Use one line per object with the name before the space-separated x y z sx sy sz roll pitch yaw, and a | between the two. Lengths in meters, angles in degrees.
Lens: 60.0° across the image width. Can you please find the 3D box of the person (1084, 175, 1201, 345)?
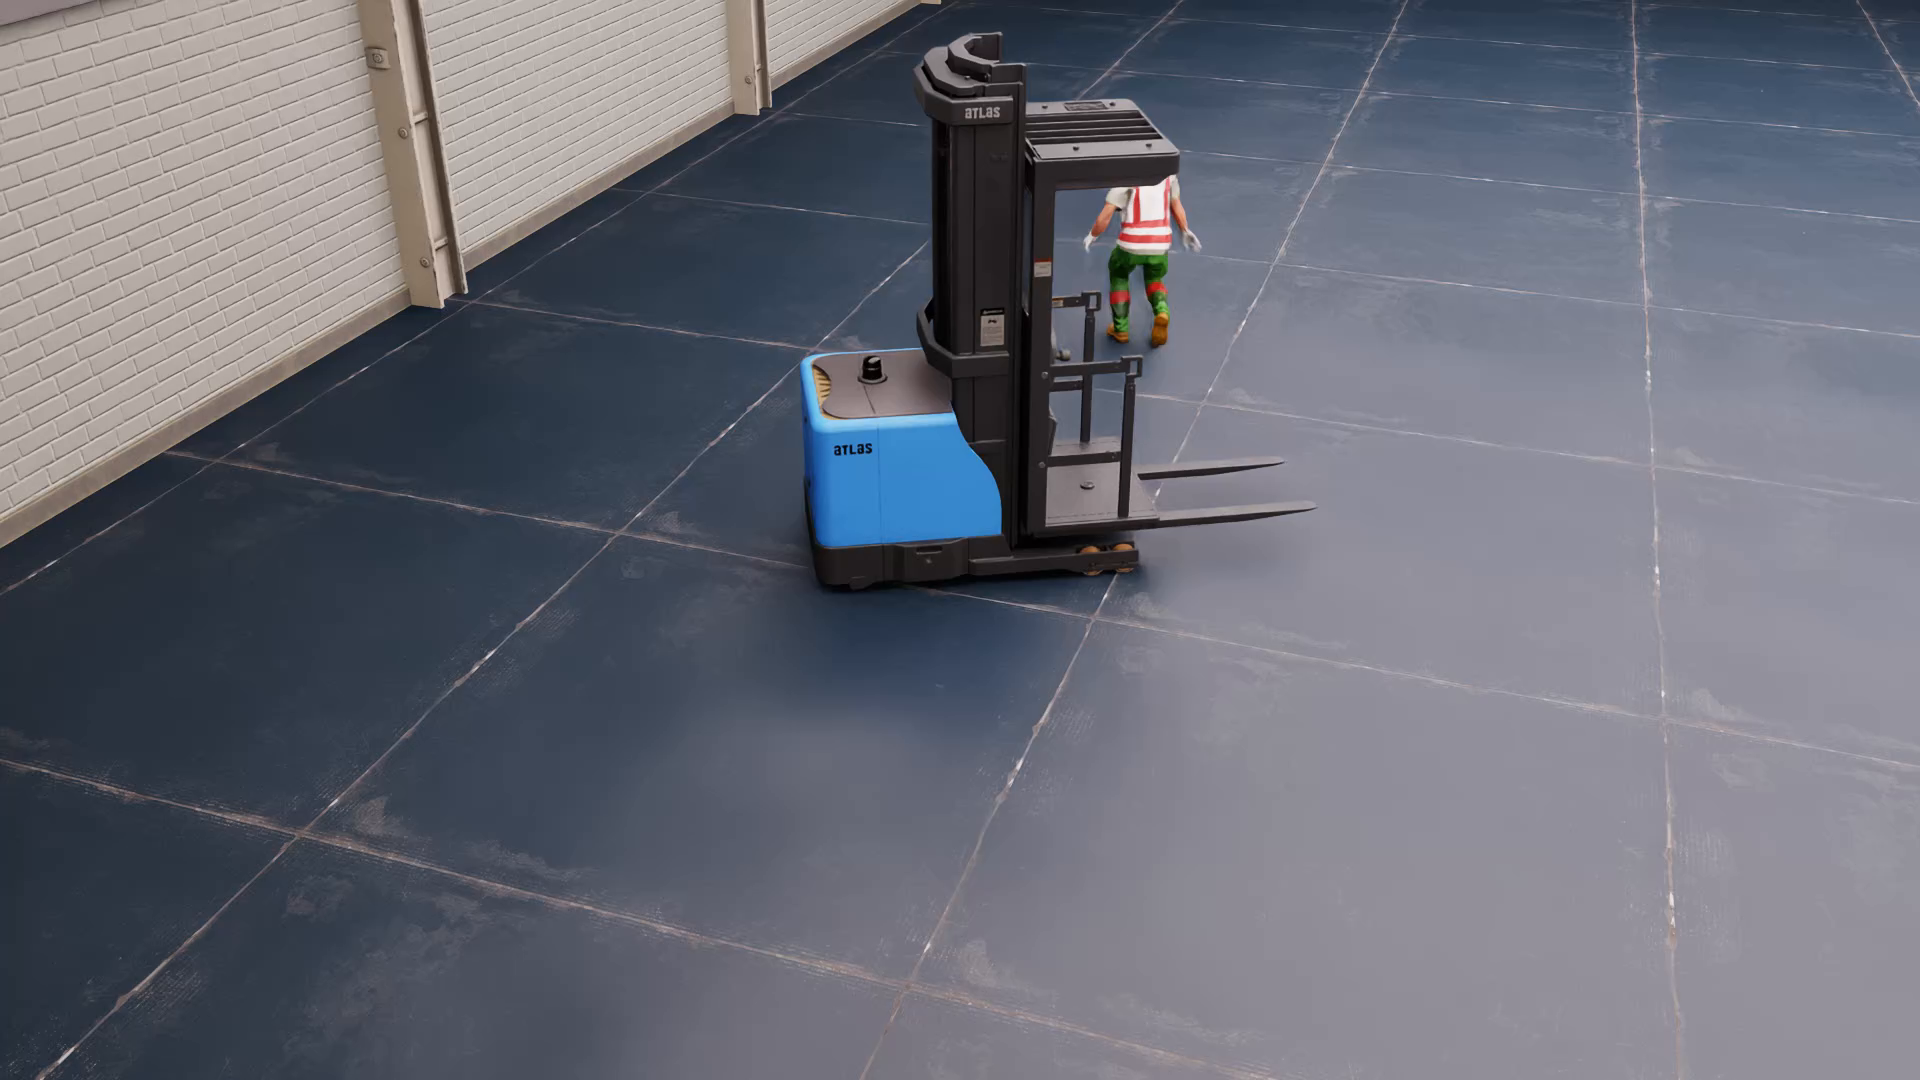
person | 1.402 -2.255 12.487 0.936 1.586 0.597 -9 31 -15

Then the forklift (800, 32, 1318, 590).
forklift | 0.603 -1.321 9.453 3.031 2.935 1.130 -5 30 -8
